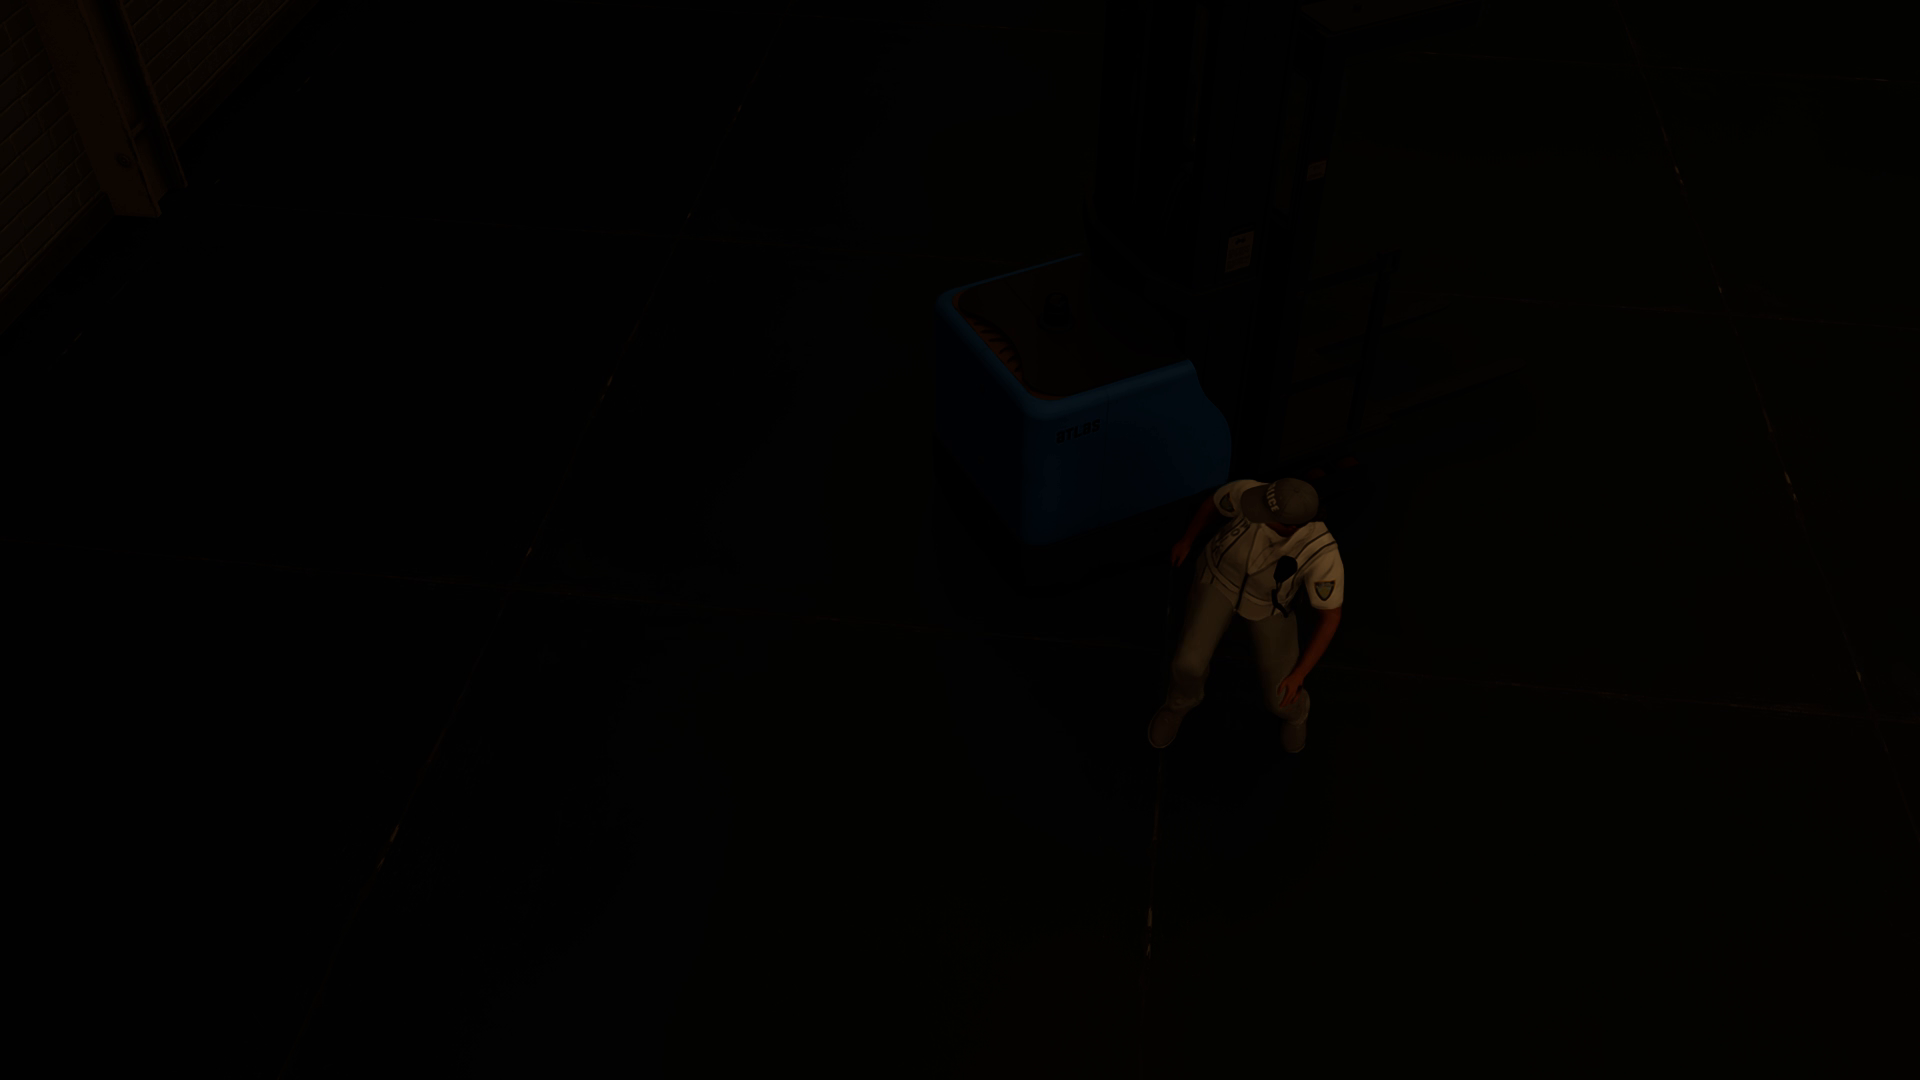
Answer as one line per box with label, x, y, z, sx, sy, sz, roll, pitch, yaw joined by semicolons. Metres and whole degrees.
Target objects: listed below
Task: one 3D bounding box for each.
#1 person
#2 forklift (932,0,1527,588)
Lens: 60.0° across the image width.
person;1.132;0.274;6.573;0.727;1.434;0.683;13;44;14
forklift;1.418;-1.563;7.425;3.031;2.935;1.130;-19;46;-19
